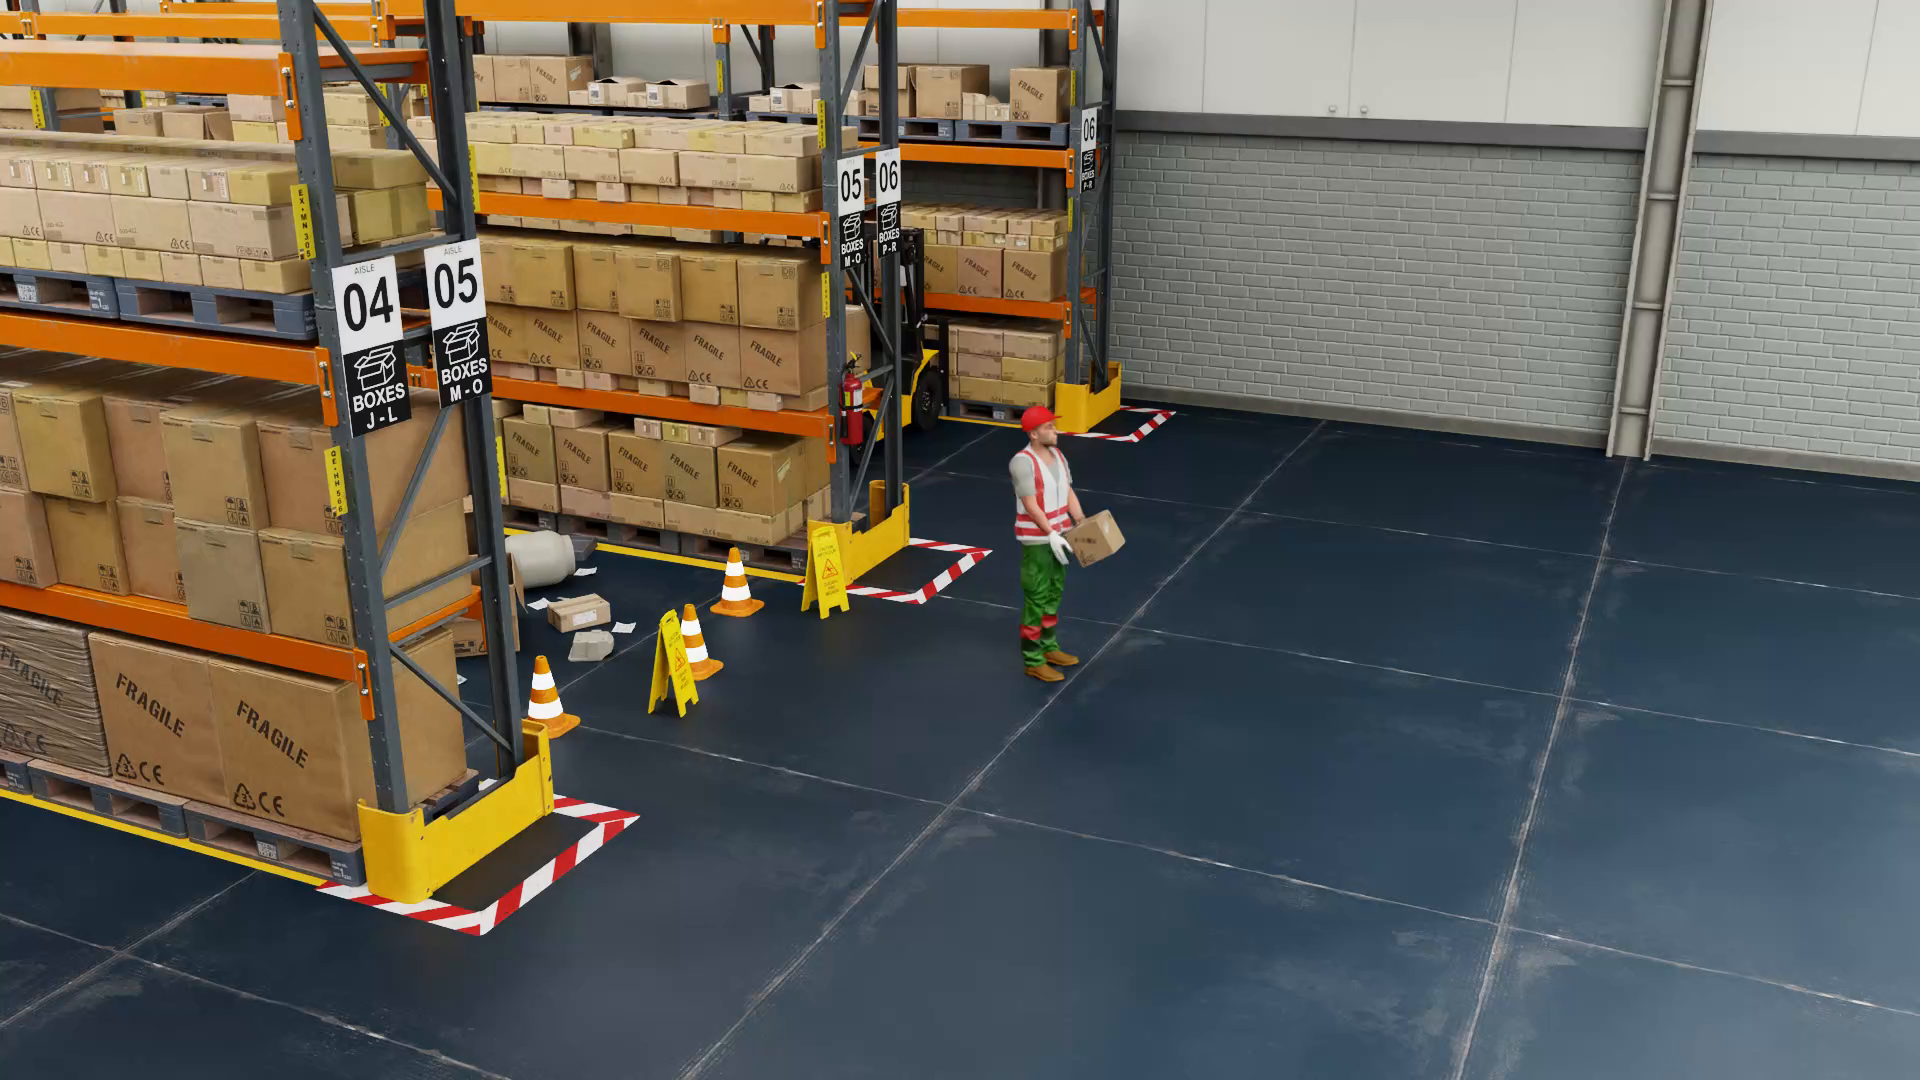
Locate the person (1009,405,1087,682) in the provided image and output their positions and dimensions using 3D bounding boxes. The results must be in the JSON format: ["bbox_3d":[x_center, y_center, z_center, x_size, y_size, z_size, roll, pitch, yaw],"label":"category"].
[{"bbox_3d":[0.619,0.008,10.994,0.527,1.793,0.514,15,24,37],"label":"person"}]
